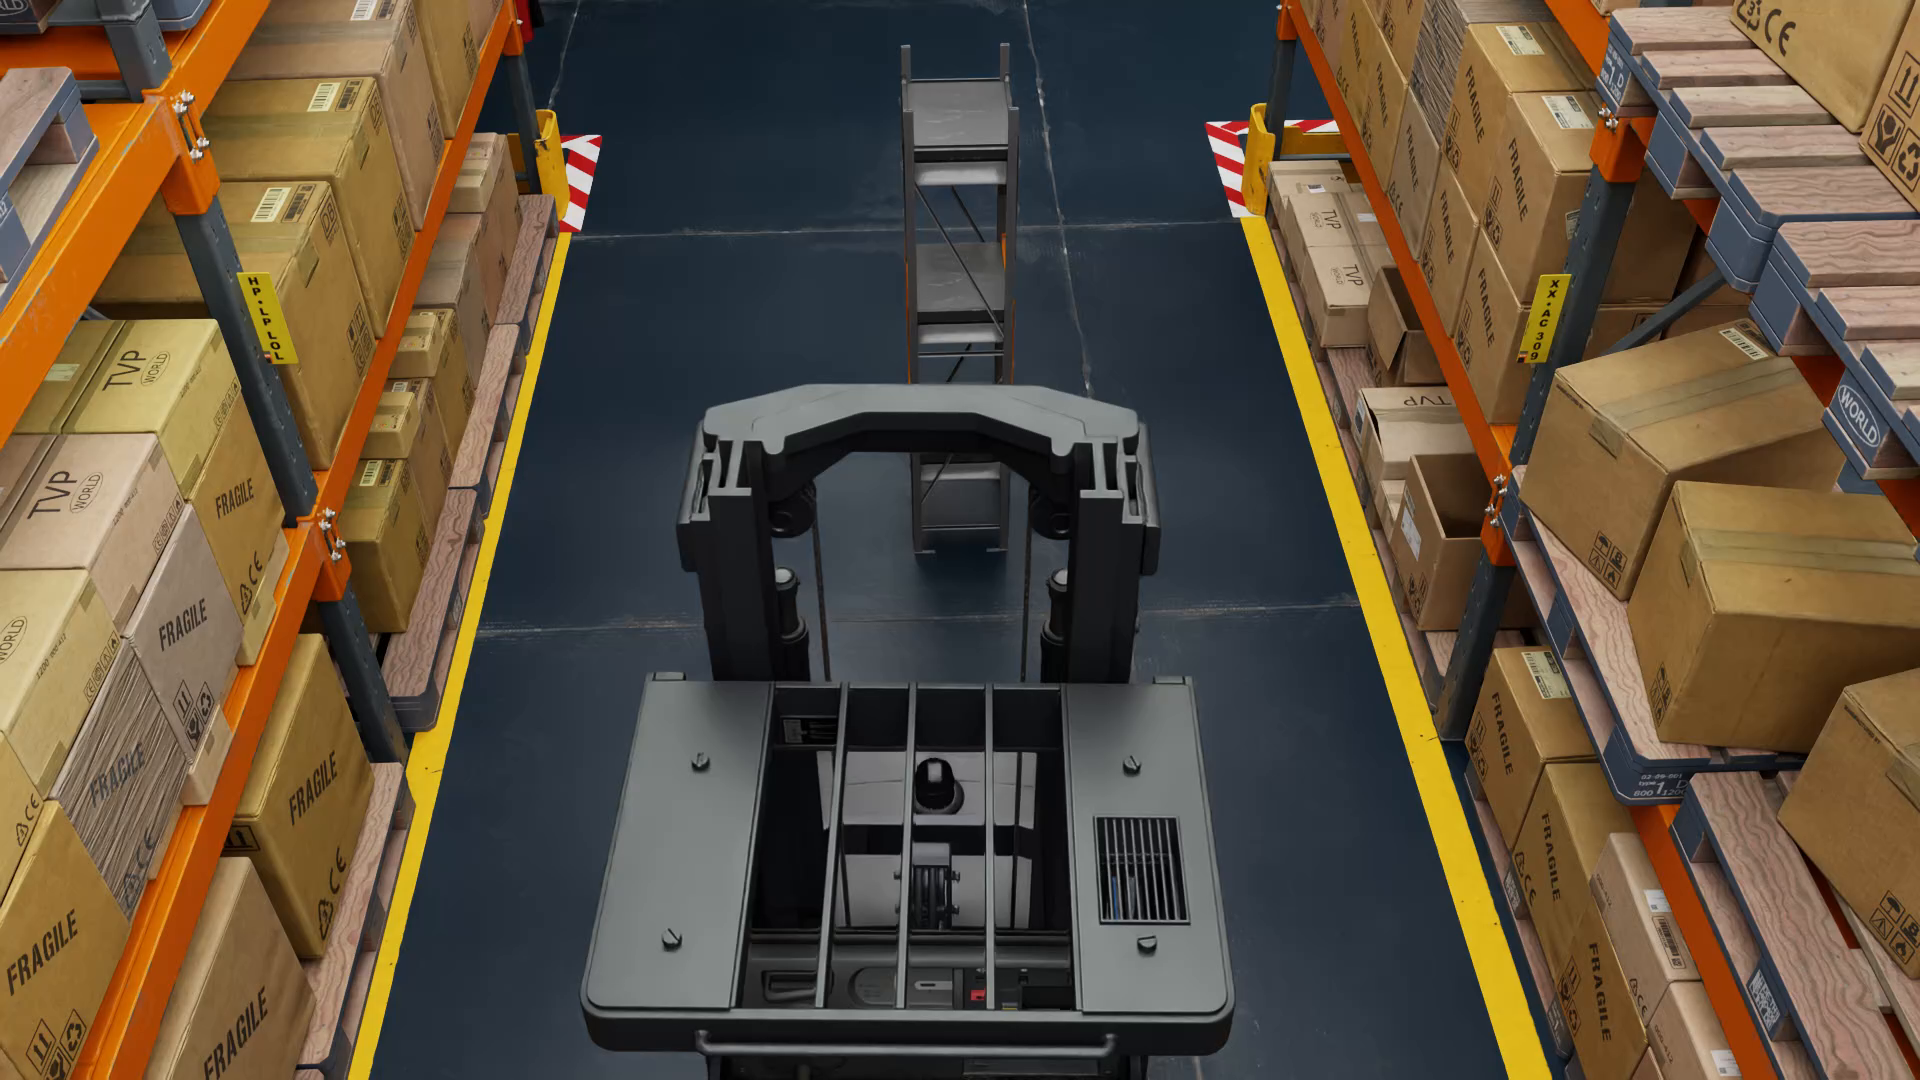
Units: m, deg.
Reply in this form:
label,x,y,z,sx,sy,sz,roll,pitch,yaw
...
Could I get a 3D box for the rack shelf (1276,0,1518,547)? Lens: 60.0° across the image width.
label,x,y,z,sx,sy,sz,roll,pitch,yaw
rack shelf,2.261,-1.467,7.163,1.077,0.370,4.000,-2,43,-2

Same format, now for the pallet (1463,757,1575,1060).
label,x,y,z,sx,sy,sz,roll,pitch,yaw
pallet,2.418,1.194,5.791,1.003,0.211,1.213,-2,43,-2

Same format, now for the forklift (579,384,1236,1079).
label,x,y,z,sx,sy,sz,roll,pitch,yaw
forklift,-0.083,1.226,3.743,1.130,2.935,3.031,0,43,0

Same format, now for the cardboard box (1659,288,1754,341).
label,x,y,z,sx,sy,sz,roll,pitch,yaw
cardboard box,2.596,-0.771,5.797,0.500,0.500,0.500,-1,43,-1

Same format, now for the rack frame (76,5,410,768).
label,x,y,z,sx,sy,sz,roll,pitch,yaw
rack frame,-2.604,-0.237,5.289,1.000,3.000,0.127,-2,43,-2

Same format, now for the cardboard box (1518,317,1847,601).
label,x,y,z,sx,sy,sz,roll,pitch,yaw
cardboard box,2.142,-0.247,4.915,0.700,0.500,0.500,-15,45,-16

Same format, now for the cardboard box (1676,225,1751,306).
label,x,y,z,sx,sy,sz,roll,pitch,yaw
cardboard box,2.607,-1.114,5.431,0.500,0.500,0.500,-1,43,-1

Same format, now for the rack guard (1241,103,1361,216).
label,x,y,z,sx,sy,sz,roll,pitch,yaw
rack guard,2.179,-2.110,9.182,1.175,0.500,0.348,-2,43,-2

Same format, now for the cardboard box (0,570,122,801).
label,x,y,z,sx,sy,sz,roll,pitch,yaw
cardboard box,-2.294,0.330,3.806,0.500,0.250,0.500,-1,43,-1

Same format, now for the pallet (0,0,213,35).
label,x,y,z,sx,sy,sz,roll,pitch,yaw
pallet,-2.628,-1.863,4.908,1.003,0.211,1.213,-2,43,-2

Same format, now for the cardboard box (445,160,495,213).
label,x,y,z,sx,sy,sz,roll,pitch,yaw
cardboard box,-2.445,-1.687,7.929,0.380,0.149,0.250,-1,43,-1

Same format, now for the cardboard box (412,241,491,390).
label,x,y,z,sx,sy,sz,roll,pitch,yaw
cardboard box,-2.600,-1.024,7.686,0.700,0.500,0.500,-3,43,-3

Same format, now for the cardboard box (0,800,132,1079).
label,x,y,z,sx,sy,sz,roll,pitch,yaw
cardboard box,-2.261,0.934,3.703,0.500,0.500,0.500,-1,43,-1

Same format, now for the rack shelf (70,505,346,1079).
label,x,y,z,sx,sy,sz,roll,pitch,yaw
rack shelf,-2.519,1.378,4.059,1.077,0.370,4.000,-2,43,-2

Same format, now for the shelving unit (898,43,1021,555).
label,x,y,z,sx,sy,sz,roll,pitch,yaw
shelving unit,-0.007,-0.886,6.662,0.431,2.100,0.503,-2,43,-2

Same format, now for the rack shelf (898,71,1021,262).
label,x,y,z,sx,sy,sz,roll,pitch,yaw
rack shelf,-0.007,-1.392,6.199,0.431,0.518,0.480,-2,43,-2

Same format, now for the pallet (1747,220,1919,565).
label,x,y,z,sx,sy,sz,roll,pitch,yaw
pallet,2.350,-0.276,3.251,1.213,0.211,1.003,-2,43,-2

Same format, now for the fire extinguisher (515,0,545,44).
label,x,y,z,sx,sy,sz,roll,pitch,yaw
fire extinguisher,-2.319,-2.887,8.513,0.296,0.674,0.183,-2,43,-2

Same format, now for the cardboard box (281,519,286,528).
label,x,y,z,sx,sy,sz,roll,pitch,yaw
cardboard box,-2.725,-0.114,6.214,0.380,0.149,0.250,-2,43,-2

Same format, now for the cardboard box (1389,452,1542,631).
label,x,y,z,sx,sy,sz,roll,pitch,yaw
cardboard box,2.038,0.001,6.554,0.500,0.500,0.500,-2,43,-2

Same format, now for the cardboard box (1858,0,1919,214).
label,x,y,z,sx,sy,sz,roll,pitch,yaw
cardboard box,2.344,-0.924,3.359,0.600,0.600,0.600,-2,43,-2

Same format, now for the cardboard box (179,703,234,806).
label,x,y,z,sx,sy,sz,roll,pitch,yaw
cardboard box,-2.236,0.591,4.557,0.380,0.149,0.250,-2,43,-2

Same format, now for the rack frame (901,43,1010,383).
label,x,y,z,sx,sy,sz,roll,pitch,yaw
rack frame,-0.017,-1.051,6.842,0.400,2.100,0.015,-2,43,-2

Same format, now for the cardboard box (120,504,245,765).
label,x,y,z,sx,sy,sz,roll,pitch,yaw
cardboard box,-2.301,0.257,4.440,0.500,0.500,0.500,-1,43,-1

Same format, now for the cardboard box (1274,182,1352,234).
label,x,y,z,sx,sy,sz,roll,pitch,yaw
cardboard box,1.861,-1.739,8.698,0.380,0.166,0.250,-2,43,-2

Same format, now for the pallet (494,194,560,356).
label,x,y,z,sx,sy,sz,roll,pitch,yaw
pallet,-2.661,-1.372,8.591,1.003,0.211,1.213,-2,43,-2

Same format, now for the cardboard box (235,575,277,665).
label,x,y,z,sx,sy,sz,roll,pitch,yaw
cardboard box,-2.272,0.238,4.942,0.380,0.149,0.250,-1,43,-1

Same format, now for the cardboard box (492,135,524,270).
label,x,y,z,sx,sy,sz,roll,pitch,yaw
cardboard box,-2.644,-1.701,8.425,0.700,0.500,0.500,-2,43,-2

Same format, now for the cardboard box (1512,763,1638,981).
label,x,y,z,sx,sy,sz,roll,pitch,yaw
cardboard box,2.156,1.071,5.386,0.500,0.500,0.500,-1,43,-1

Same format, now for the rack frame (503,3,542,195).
label,x,y,z,sx,sy,sz,roll,pitch,yaw
rack frame,-2.773,-2.938,8.235,1.000,3.000,0.127,-2,43,-2

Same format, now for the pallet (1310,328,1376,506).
label,x,y,z,sx,sy,sz,roll,pitch,yaw
pallet,2.262,-0.643,7.796,1.003,0.211,1.213,-2,43,-2

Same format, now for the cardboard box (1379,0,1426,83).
label,x,y,z,sx,sy,sz,roll,pitch,yaw
cardboard box,2.000,-2.147,6.559,0.500,0.500,0.500,-2,43,-2

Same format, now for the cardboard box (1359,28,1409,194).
label,x,y,z,sx,sy,sz,roll,pitch,yaw
cardboard box,1.996,-1.788,6.906,0.500,0.500,0.500,-1,43,-1

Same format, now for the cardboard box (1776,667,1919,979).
label,x,y,z,sx,sy,sz,roll,pitch,yaw
cardboard box,2.482,0.617,3.972,0.700,0.500,0.500,-12,44,-13

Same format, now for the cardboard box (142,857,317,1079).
label,x,y,z,sx,sy,sz,roll,pitch,yaw
cardboard box,-2.405,1.435,4.744,0.750,0.750,0.750,0,43,0

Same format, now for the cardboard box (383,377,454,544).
label,x,y,z,sx,sy,sz,roll,pitch,yaw
cardboard box,-2.551,-0.318,6.916,0.700,0.500,0.500,-2,43,-2

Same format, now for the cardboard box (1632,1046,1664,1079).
label,x,y,z,sx,sy,sz,roll,pitch,yaw
cardboard box,2.191,1.749,4.646,0.500,0.500,0.500,-3,43,-3

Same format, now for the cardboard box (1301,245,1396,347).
label,x,y,z,sx,sy,sz,roll,pitch,yaw
cardboard box,1.958,-1.181,8.028,0.500,0.250,0.500,-2,43,-2

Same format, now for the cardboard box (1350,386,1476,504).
label,x,y,z,sx,sy,sz,roll,pitch,yaw
cardboard box,2.006,-0.436,7.170,0.500,0.311,0.500,-2,43,-2

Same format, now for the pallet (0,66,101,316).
label,x,y,z,sx,sy,sz,roll,pitch,yaw
pallet,-2.515,-0.655,3.666,0.805,0.209,1.217,-3,43,-4

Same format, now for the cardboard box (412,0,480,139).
label,x,y,z,sx,sy,sz,roll,pitch,yaw
cardboard box,-2.700,-2.213,7.223,0.980,0.700,0.700,-2,43,-2

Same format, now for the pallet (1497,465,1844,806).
label,x,y,z,sx,sy,sz,roll,pitch,yaw
pallet,2.270,0.231,4.920,1.003,0.211,1.213,-2,43,-2

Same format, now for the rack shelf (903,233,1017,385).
label,x,y,z,sx,sy,sz,roll,pitch,yaw
rack shelf,-0.007,-0.876,6.672,0.431,0.518,0.480,-2,43,-2

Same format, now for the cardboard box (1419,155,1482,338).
label,x,y,z,sx,sy,sz,roll,pitch,yaw
cardboard box,2.045,-1.097,6.153,0.500,0.500,0.500,-1,43,-1

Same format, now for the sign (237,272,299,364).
label,x,y,z,sx,sy,sz,roll,pitch,yaw
sign,-2.062,-0.657,4.949,0.100,0.325,0.005,-2,43,-2

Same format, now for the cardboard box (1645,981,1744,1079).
label,x,y,z,sx,sy,sz,roll,pitch,yaw
cardboard box,2.187,1.448,4.420,0.500,0.250,0.500,-2,43,-3

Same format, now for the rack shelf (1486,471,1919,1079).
label,x,y,z,sx,sy,sz,roll,pitch,yaw
rack shelf,2.430,1.233,4.217,1.077,0.370,4.000,-2,43,-2

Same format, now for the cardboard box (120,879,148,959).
label,x,y,z,sx,sy,sz,roll,pitch,yaw
cardboard box,-2.296,0.927,4.190,0.380,0.149,0.250,-3,43,-3

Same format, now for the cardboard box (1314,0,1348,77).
label,x,y,z,sx,sy,sz,roll,pitch,yaw
cardboard box,1.958,-2.464,7.644,0.500,0.500,0.500,-2,43,-2

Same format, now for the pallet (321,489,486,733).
label,x,y,z,sx,sy,sz,roll,pitch,yaw
pallet,-2.558,0.275,6.794,1.003,0.211,1.213,-2,43,-2

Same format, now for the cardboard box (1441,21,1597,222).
label,x,y,z,sx,sy,sz,roll,pitch,yaw
cardboard box,2.041,-1.467,5.817,0.500,0.500,0.500,-2,43,-3

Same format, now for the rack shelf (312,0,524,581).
label,x,y,z,sx,sy,sz,roll,pitch,yaw
rack shelf,-2.688,-1.322,7.005,1.077,0.370,4.000,-2,43,-2

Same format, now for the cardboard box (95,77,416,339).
label,x,y,z,sx,sy,sz,roll,pitch,yaw
cardboard box,-2.636,-1.208,6.126,0.980,0.700,0.700,-3,43,-3

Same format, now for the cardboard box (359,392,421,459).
label,x,y,z,sx,sy,sz,roll,pitch,yaw
cardboard box,-2.365,-0.454,6.585,0.380,0.149,0.250,0,43,0

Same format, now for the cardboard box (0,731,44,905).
label,x,y,z,sx,sy,sz,roll,pitch,yaw
cardboard box,-2.272,0.674,3.431,0.500,0.250,0.500,-2,43,-3
